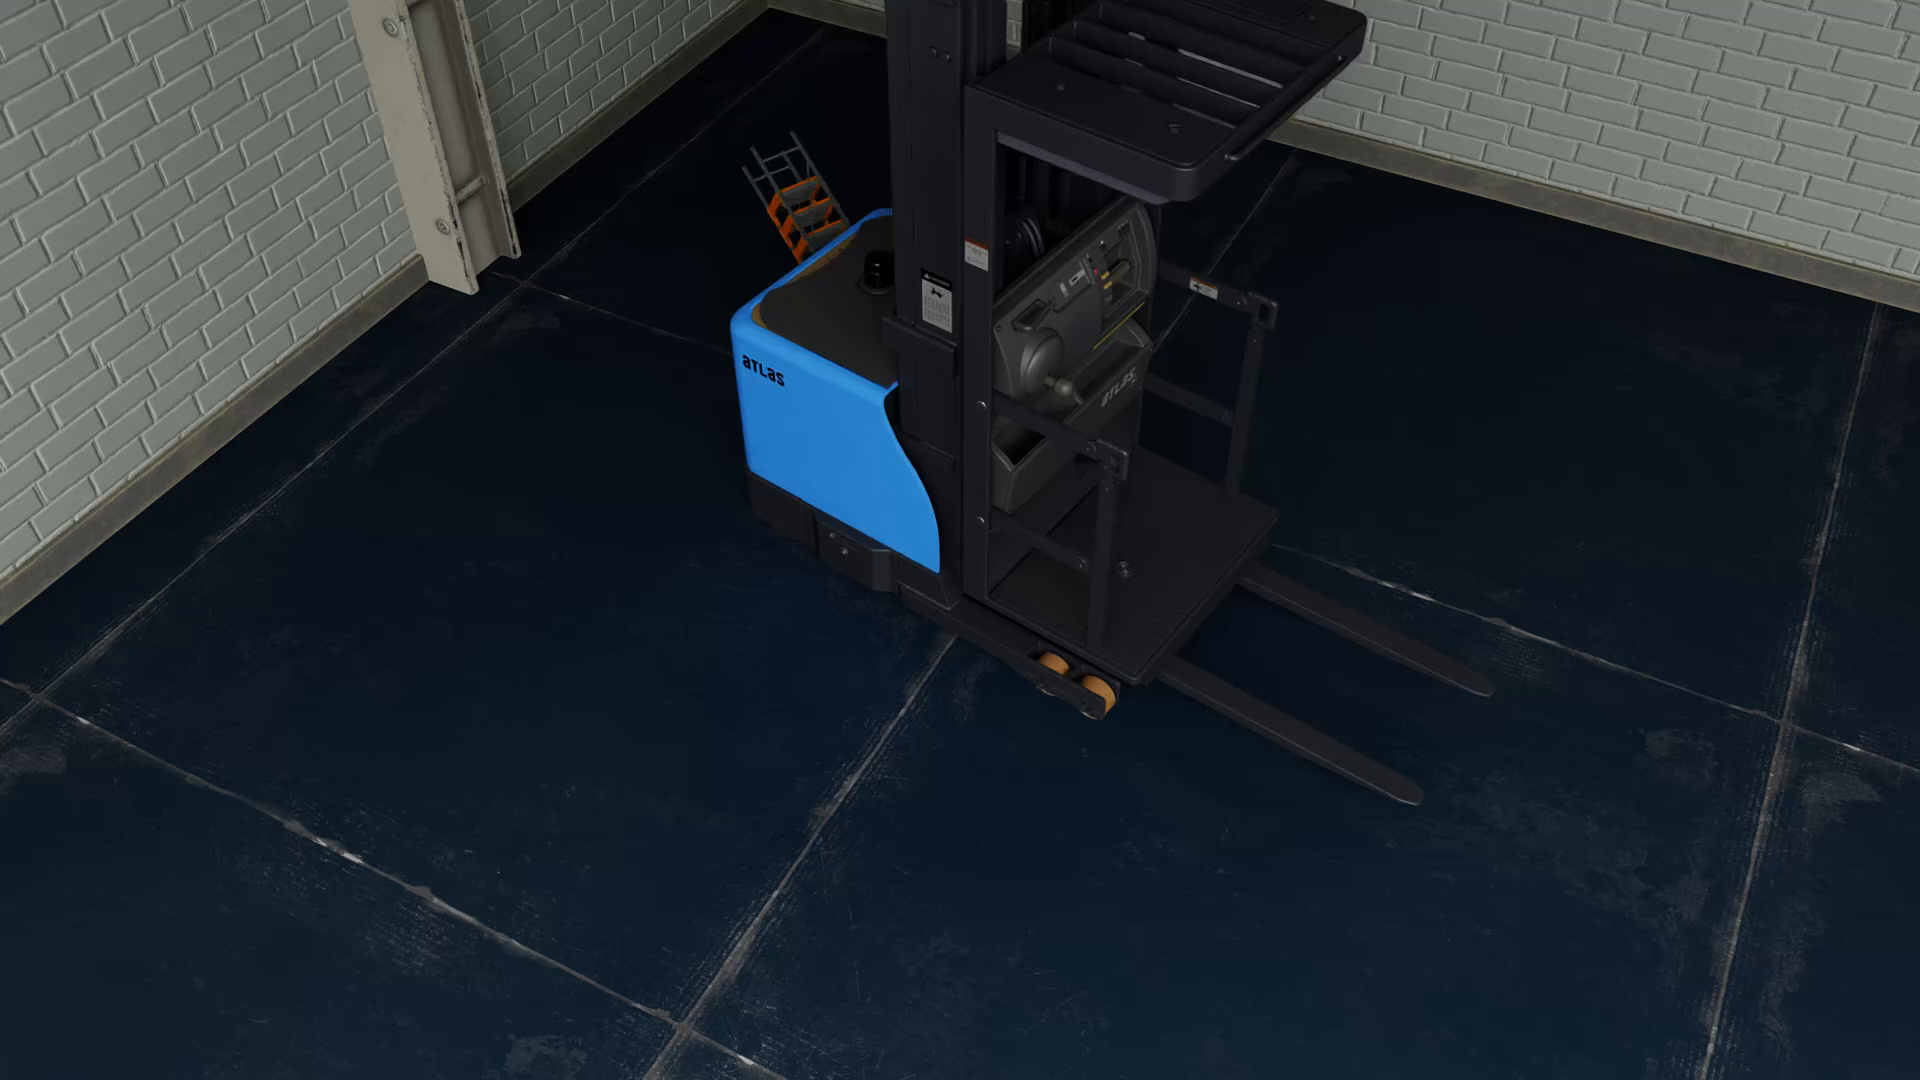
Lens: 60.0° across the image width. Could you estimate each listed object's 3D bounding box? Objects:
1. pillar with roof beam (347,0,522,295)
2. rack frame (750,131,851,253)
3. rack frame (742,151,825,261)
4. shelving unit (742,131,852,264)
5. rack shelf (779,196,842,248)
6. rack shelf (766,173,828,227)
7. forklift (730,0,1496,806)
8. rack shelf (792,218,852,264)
[{"bbox_3d":[1.357,-3.128,3.794,9.100,9.000,0.400,20,49,19],"label":"pillar with roof beam"},{"bbox_3d":[-0.568,-1.354,7.693,0.240,0.006,1.200,-29,84,-25],"label":"rack frame"},{"bbox_3d":[-0.628,-1.301,7.857,0.240,0.006,1.200,-29,84,-25],"label":"rack frame"},{"bbox_3d":[-0.598,-1.328,7.775,0.258,0.189,1.200,-29,84,-25],"label":"shelving unit"},{"bbox_3d":[-0.699,-1.494,7.792,0.258,0.180,0.103,-29,84,-25],"label":"rack shelf"},{"bbox_3d":[-0.761,-1.596,7.803,0.258,0.180,0.103,-29,84,-25],"label":"rack shelf"},{"bbox_3d":[0.581,-0.780,5.740,3.031,2.935,1.130,28,52,25],"label":"forklift"},{"bbox_3d":[-0.637,-1.392,7.781,0.258,0.180,0.103,-29,84,-25],"label":"rack shelf"}]
